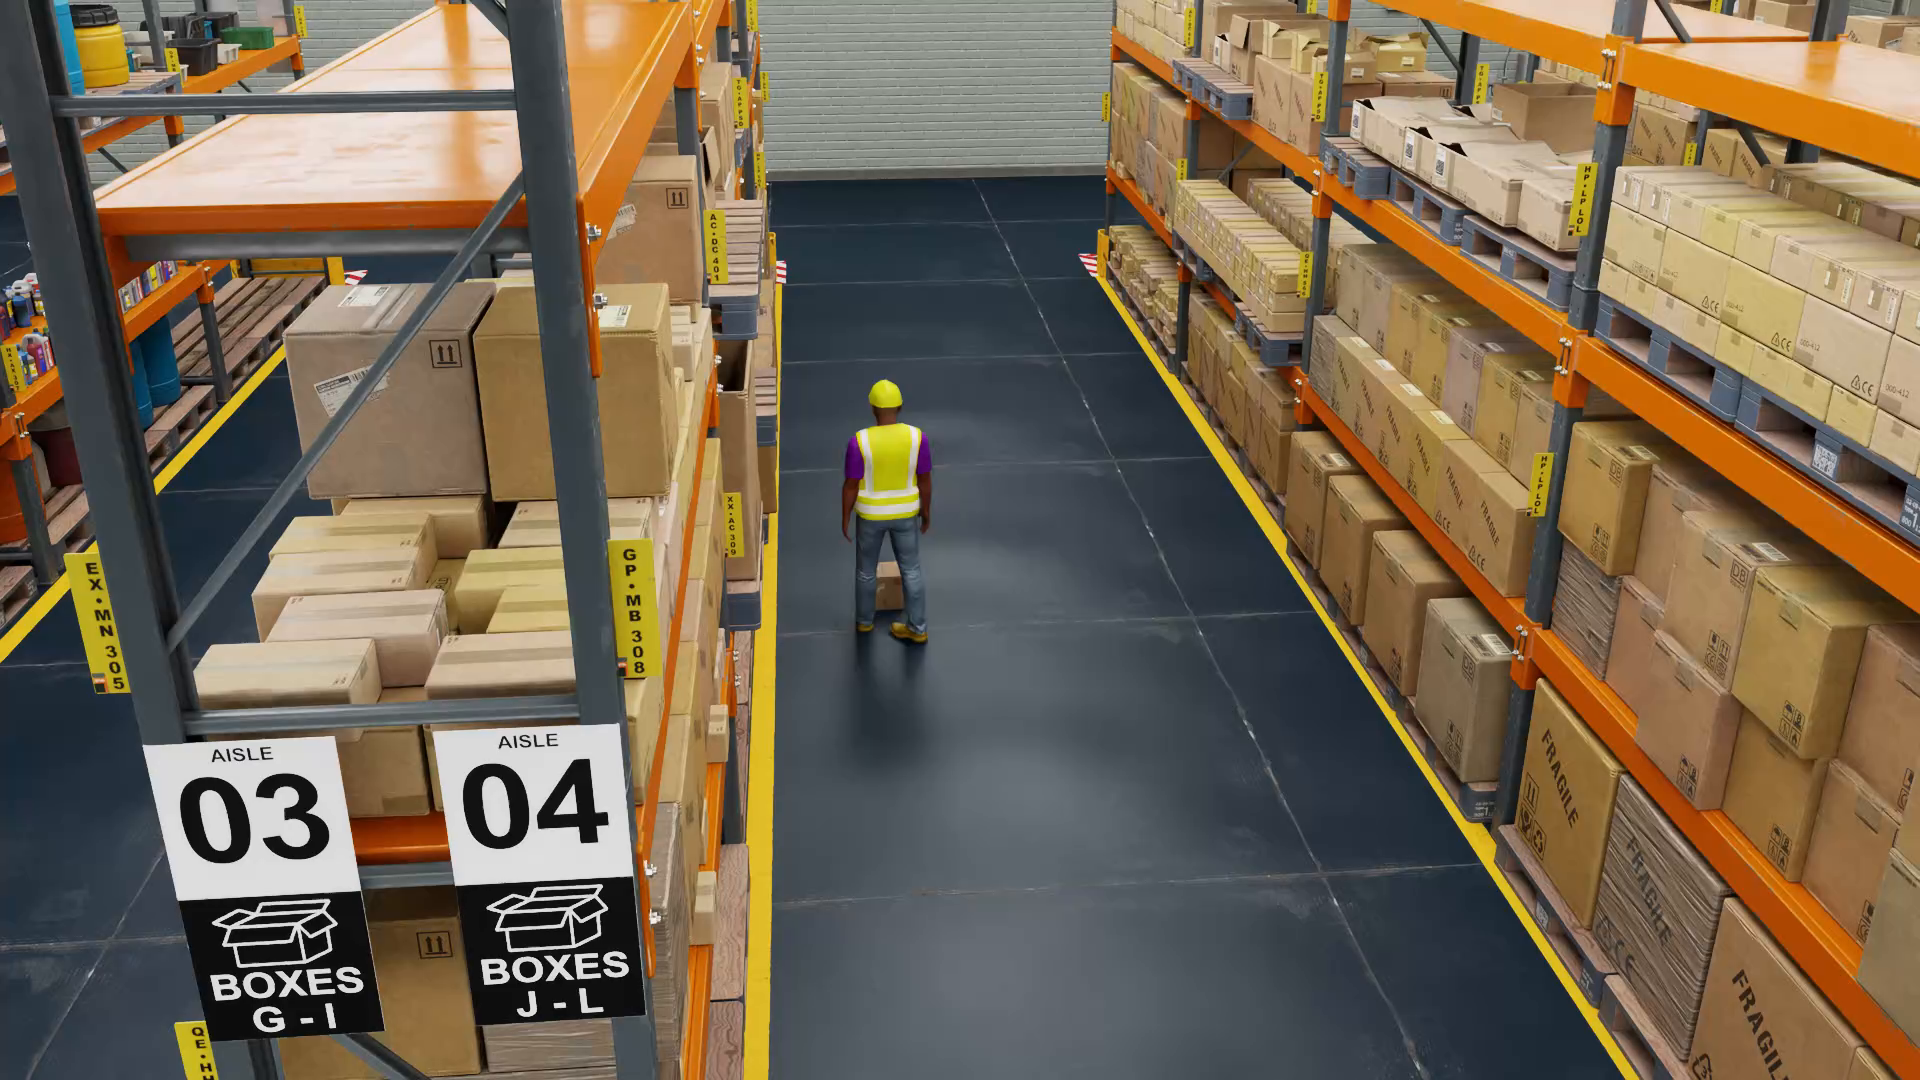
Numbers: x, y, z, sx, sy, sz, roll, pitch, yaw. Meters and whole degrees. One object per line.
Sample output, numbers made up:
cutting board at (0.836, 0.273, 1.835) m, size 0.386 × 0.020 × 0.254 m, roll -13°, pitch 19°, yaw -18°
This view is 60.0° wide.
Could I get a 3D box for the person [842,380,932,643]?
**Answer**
person at (-0.491, -0.206, 10.765) m, size 0.585 × 1.769 × 0.582 m, roll -6°, pitch 24°, yaw -13°
